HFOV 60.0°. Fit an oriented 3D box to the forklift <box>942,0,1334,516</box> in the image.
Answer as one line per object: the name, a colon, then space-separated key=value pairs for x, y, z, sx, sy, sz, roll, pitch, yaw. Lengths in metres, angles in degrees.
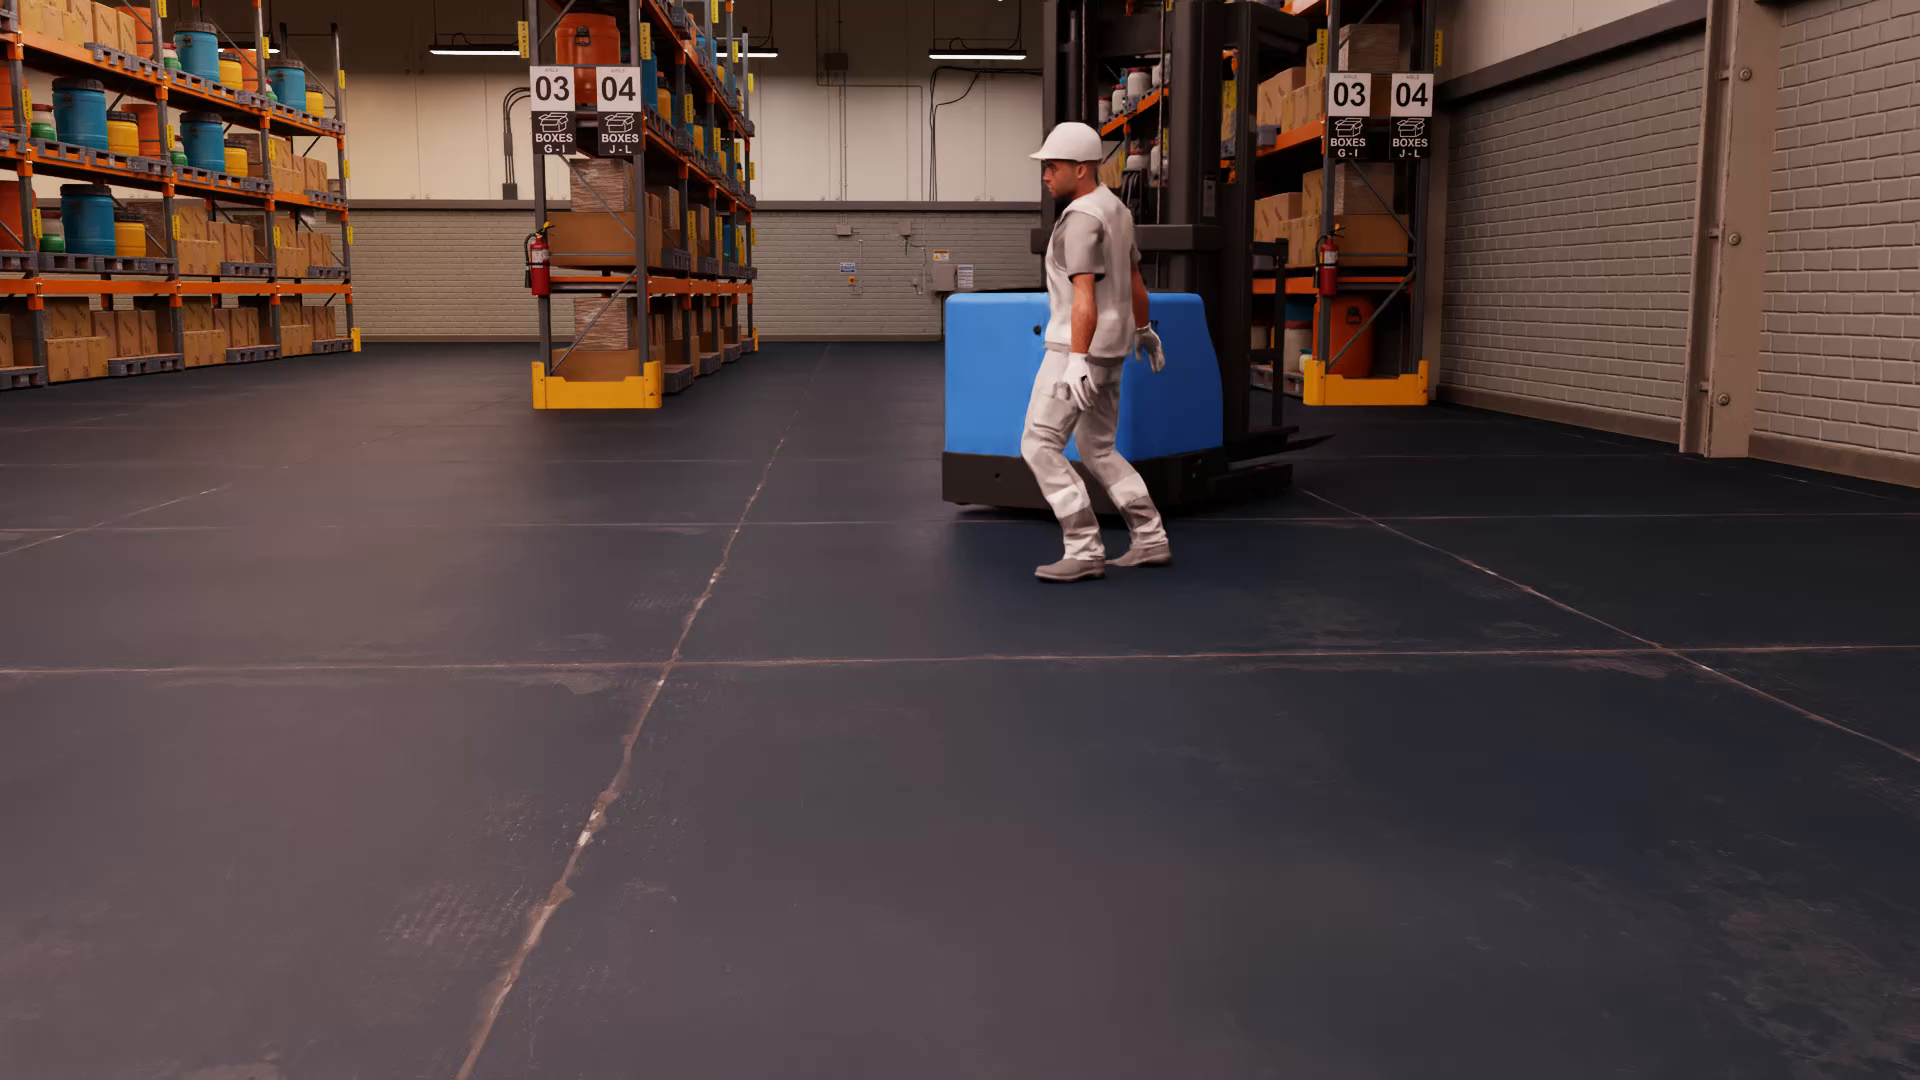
forklift: x=1.153 y=-1.713 z=8.867 sx=1.130 sy=2.935 sz=3.031 roll=6 pitch=10 yaw=34

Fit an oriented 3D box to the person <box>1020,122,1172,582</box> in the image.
person: x=0.563 y=-0.720 z=6.467 sx=0.496 sy=1.750 sz=0.893 roll=4 pitch=9 yaw=26
